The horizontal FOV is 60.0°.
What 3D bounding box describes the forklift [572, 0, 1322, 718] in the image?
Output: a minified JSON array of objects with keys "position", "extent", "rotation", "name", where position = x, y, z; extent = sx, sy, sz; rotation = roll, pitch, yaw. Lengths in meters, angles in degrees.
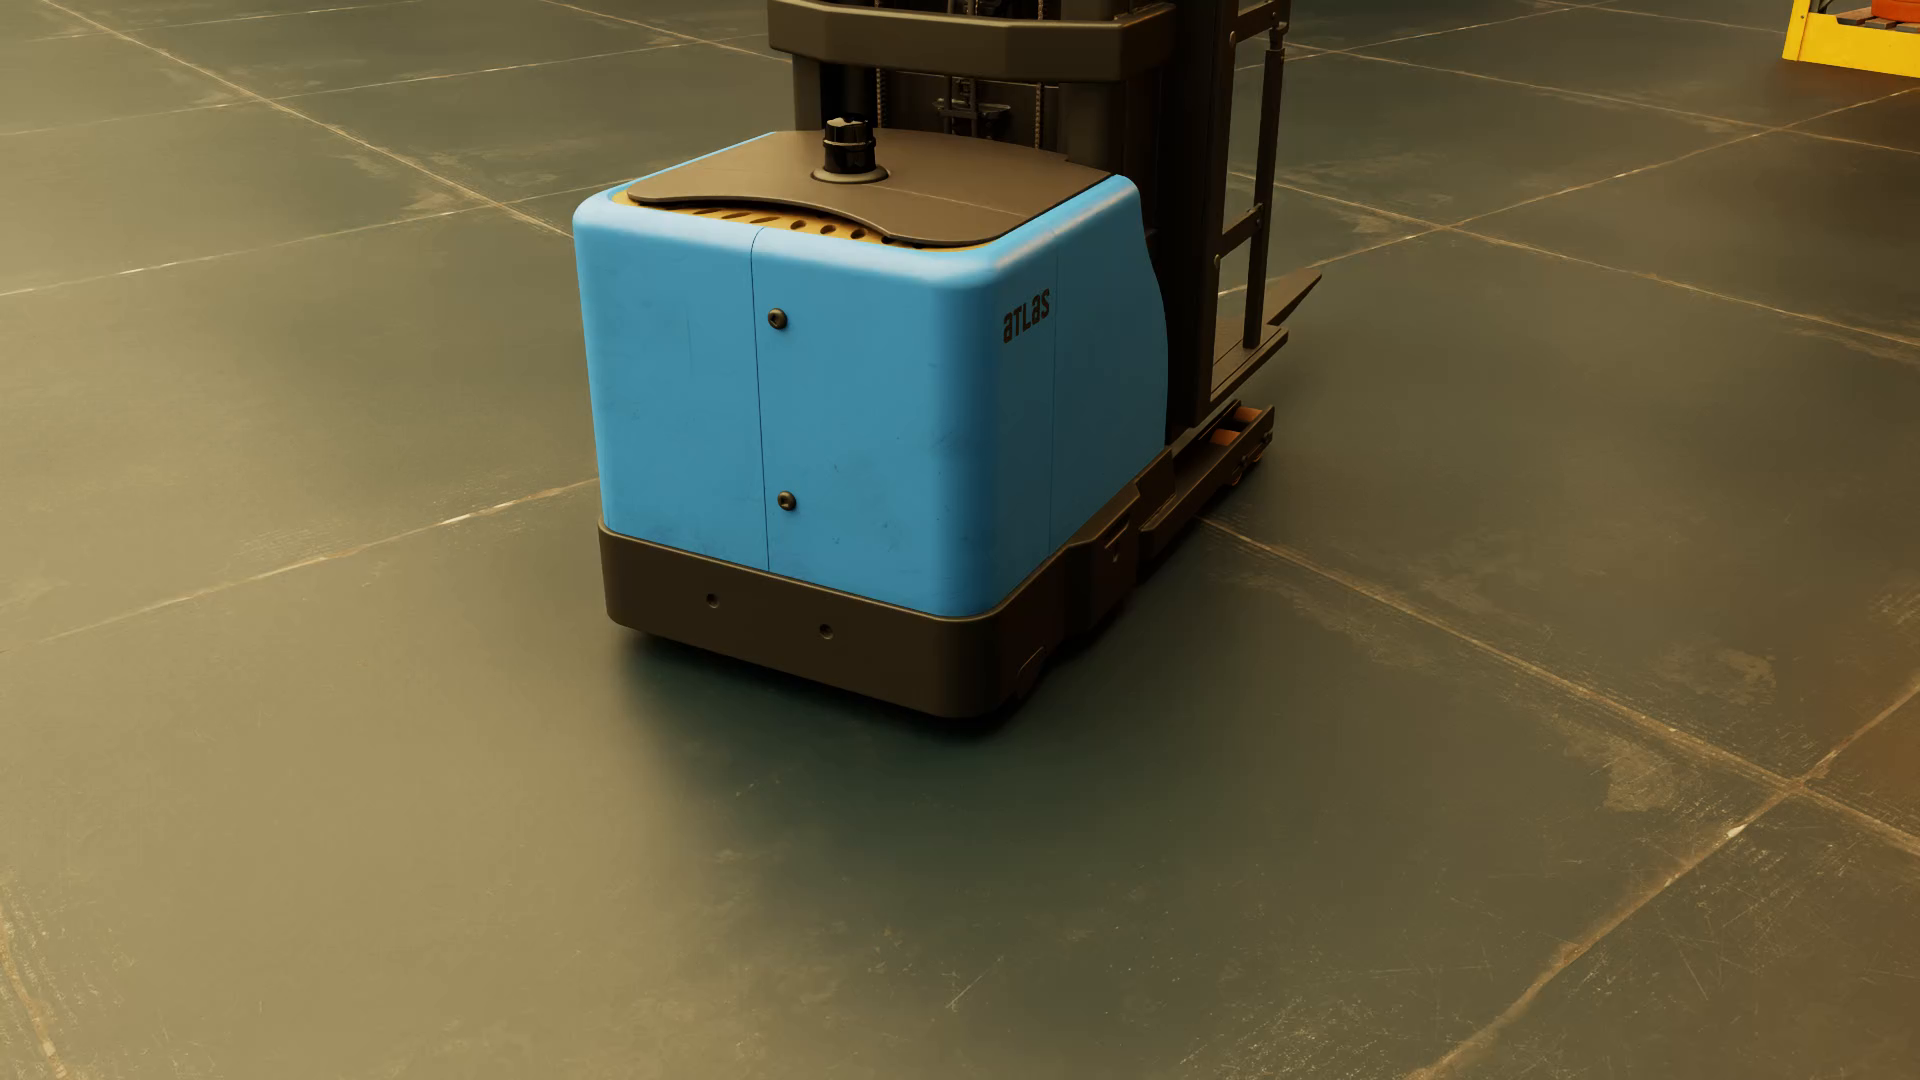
[{"position":[0.285,-1.552,4.331],"extent":[1.130,2.935,3.031],"rotation":[13,29,25],"name":"forklift"}]
